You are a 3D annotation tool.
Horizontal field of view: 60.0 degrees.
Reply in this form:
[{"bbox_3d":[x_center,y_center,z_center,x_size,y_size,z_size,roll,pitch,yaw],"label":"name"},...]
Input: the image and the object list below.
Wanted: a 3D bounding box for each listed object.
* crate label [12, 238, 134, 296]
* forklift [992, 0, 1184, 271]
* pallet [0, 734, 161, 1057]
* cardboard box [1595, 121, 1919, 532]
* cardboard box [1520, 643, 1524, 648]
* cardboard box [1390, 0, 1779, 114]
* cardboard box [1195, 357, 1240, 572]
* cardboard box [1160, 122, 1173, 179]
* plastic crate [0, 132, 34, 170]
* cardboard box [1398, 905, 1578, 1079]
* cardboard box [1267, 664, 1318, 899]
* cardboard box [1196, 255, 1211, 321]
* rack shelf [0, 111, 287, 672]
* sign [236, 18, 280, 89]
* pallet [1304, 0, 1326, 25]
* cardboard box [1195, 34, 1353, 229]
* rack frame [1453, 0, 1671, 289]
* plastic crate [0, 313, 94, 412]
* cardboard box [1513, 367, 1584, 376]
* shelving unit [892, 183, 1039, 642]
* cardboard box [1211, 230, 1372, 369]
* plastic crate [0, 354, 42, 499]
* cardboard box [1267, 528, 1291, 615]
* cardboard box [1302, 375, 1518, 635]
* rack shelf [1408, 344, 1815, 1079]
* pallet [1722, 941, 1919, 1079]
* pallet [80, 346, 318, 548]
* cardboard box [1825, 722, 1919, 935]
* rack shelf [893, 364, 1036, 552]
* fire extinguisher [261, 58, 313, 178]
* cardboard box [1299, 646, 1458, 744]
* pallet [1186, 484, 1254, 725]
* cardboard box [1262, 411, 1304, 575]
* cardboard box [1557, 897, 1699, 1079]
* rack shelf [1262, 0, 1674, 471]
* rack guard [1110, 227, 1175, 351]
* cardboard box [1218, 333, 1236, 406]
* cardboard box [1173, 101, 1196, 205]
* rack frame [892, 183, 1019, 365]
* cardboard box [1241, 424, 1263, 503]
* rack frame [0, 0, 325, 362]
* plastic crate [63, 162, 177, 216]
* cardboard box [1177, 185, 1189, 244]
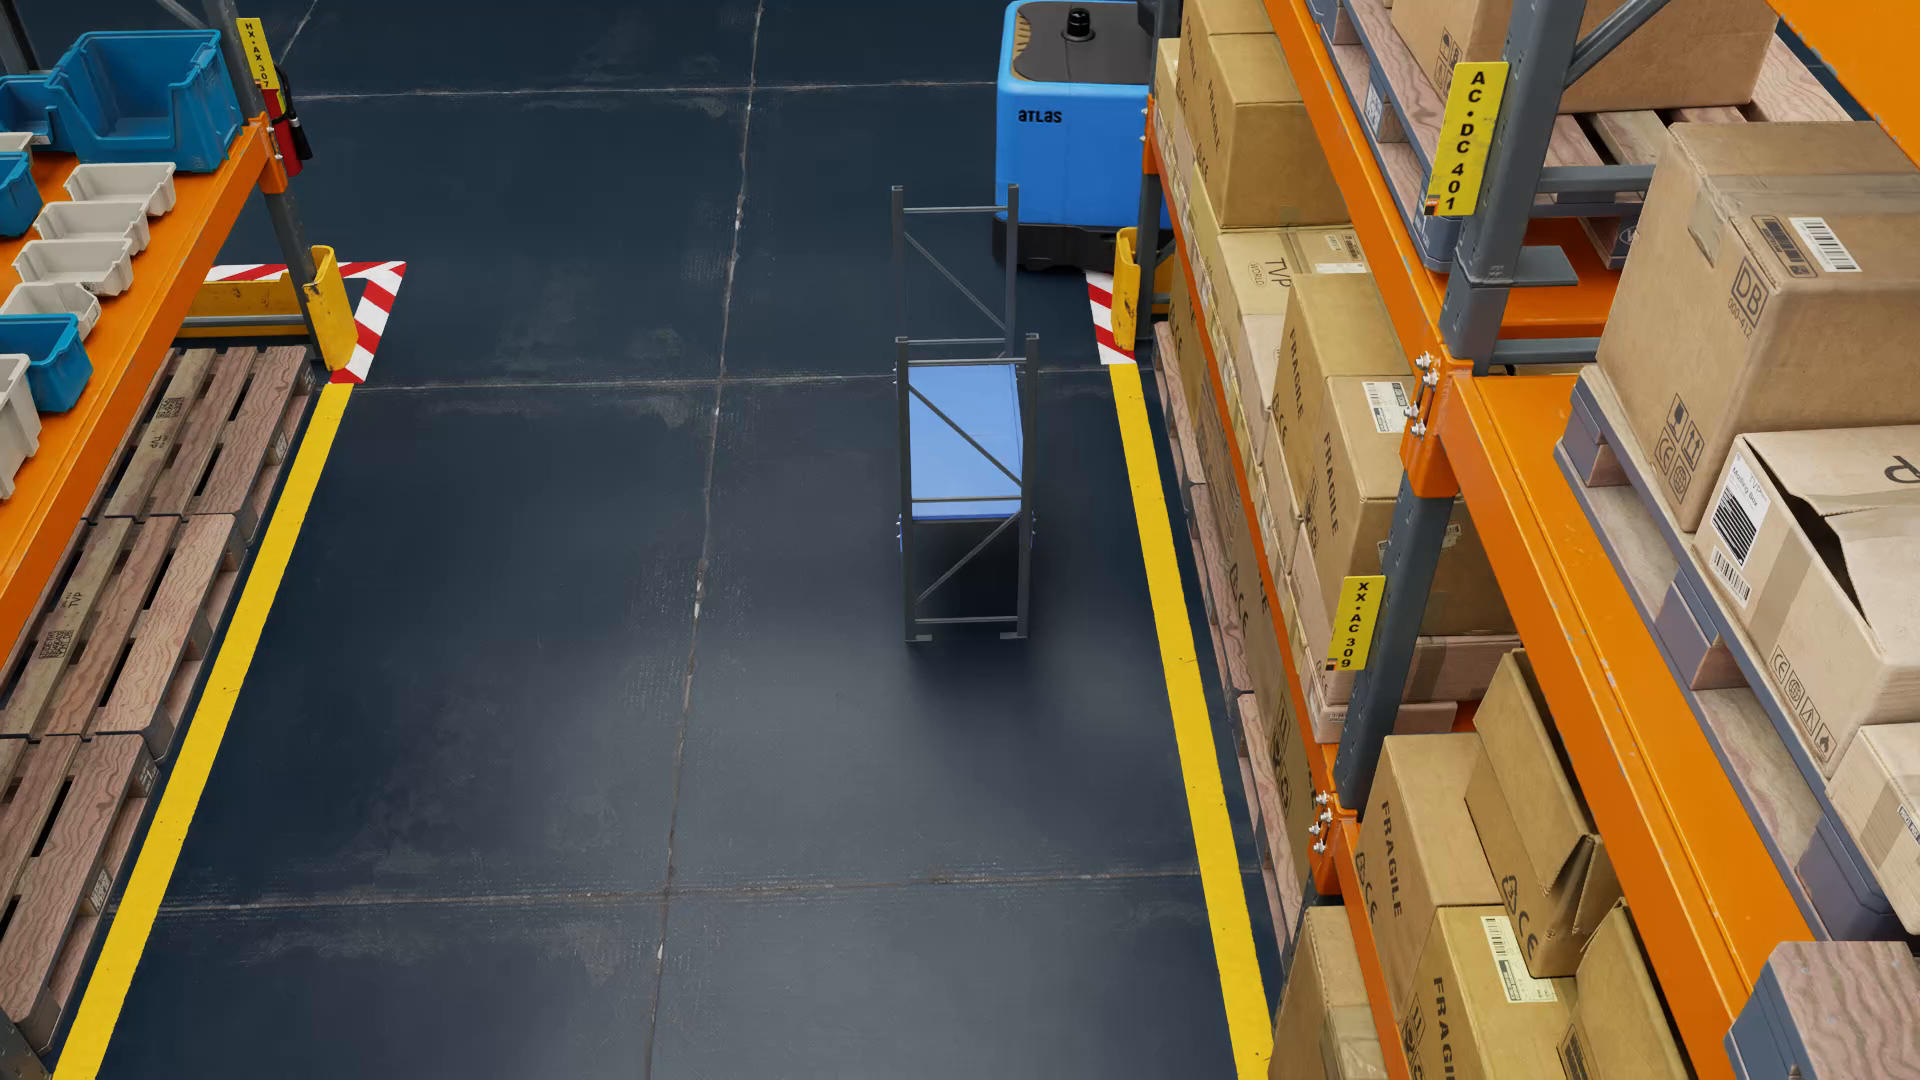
[{"bbox_3d":[-3.341,-1.015,6.288,0.396,0.136,0.243,-2,43,-2],"label":"crate label"},{"bbox_3d":[1.710,-2.767,8.100,3.031,2.935,1.130,3,43,3],"label":"forklift"},{"bbox_3d":[-3.491,1.214,5.769,1.003,0.211,1.213,-2,43,-2],"label":"pallet"},{"bbox_3d":[1.563,-0.366,2.825,0.700,0.500,0.500,-1,43,-1],"label":"cardboard box"},{"bbox_3d":[1.770,0.161,4.746,0.500,0.250,0.500,-2,43,-3],"label":"cardboard box"},{"bbox_3d":[1.435,-1.321,3.793,0.700,0.500,0.500,-4,43,-4],"label":"cardboard box"},{"bbox_3d":[1.504,-0.488,6.824,0.875,0.875,0.875,-2,43,-2],"label":"cardboard box"},{"bbox_3d":[1.056,-1.646,7.012,0.380,0.149,0.250,-2,43,-2],"label":"cardboard box"},{"bbox_3d":[-3.978,-1.548,6.870,0.250,0.136,0.298,-2,43,-2],"label":"plastic crate"},{"bbox_3d":[1.320,1.160,3.691,0.500,0.500,0.500,-2,43,-2],"label":"cardboard box"},{"bbox_3d":[1.580,0.720,5.506,0.875,0.875,0.875,-2,43,-2],"label":"cardboard box"},{"bbox_3d":[1.101,-0.951,6.254,0.380,0.149,0.250,-2,43,-2],"label":"cardboard box"},{"bbox_3d":[-3.505,-0.403,6.002,1.077,0.370,4.000,-2,43,-2],"label":"rack shelf"},{"bbox_3d":[-3.041,-2.105,7.206,0.100,0.325,0.005,-2,43,-2],"label":"sign"},{"bbox_3d":[1.455,-1.908,4.957,1.003,0.211,1.213,-2,43,-2],"label":"pallet"},{"bbox_3d":[1.158,-1.473,5.973,0.500,0.500,0.500,-3,43,-3],"label":"cardboard box"},{"bbox_3d":[1.528,-1.672,2.414,1.000,3.000,0.127,-2,43,-2],"label":"rack frame"},{"bbox_3d":[-3.247,-0.600,5.764,0.416,0.233,0.300,-2,43,-2],"label":"plastic crate"},{"bbox_3d":[1.763,-0.122,4.499,0.500,0.500,0.500,-2,43,-2],"label":"cardboard box"},{"bbox_3d":[0.004,-0.495,6.680,0.538,1.500,1.048,-2,43,-2],"label":"shelving unit"},{"bbox_3d":[1.183,-0.841,5.839,0.500,0.250,0.500,-2,43,-3],"label":"cardboard box"},{"bbox_3d":[-3.301,-0.333,5.436,0.437,0.282,0.530,-2,43,-2],"label":"plastic crate"},{"bbox_3d":[1.166,0.089,5.119,0.380,0.149,0.250,-2,43,-3],"label":"cardboard box"},{"bbox_3d":[1.241,-0.094,4.468,0.500,0.500,0.500,-1,43,-1],"label":"cardboard box"},{"bbox_3d":[1.613,1.049,2.198,1.077,0.370,4.000,-2,43,-2],"label":"rack shelf"},{"bbox_3d":[1.567,1.016,1.842,1.003,0.211,1.213,0,43,0],"label":"pallet"},{"bbox_3d":[-3.594,-0.433,7.566,1.003,0.211,1.213,-2,43,-2],"label":"pallet"},{"bbox_3d":[1.441,0.381,2.269,0.380,0.149,0.250,-3,43,-4],"label":"cardboard box"},{"bbox_3d":[0.004,-0.363,6.802,0.538,0.185,1.000,-2,43,-2],"label":"rack shelf"},{"bbox_3d":[-3.143,-1.967,7.510,0.296,0.674,0.183,-2,43,-2],"label":"fire extinguisher"},{"bbox_3d":[1.188,0.436,4.740,0.380,0.149,0.250,-1,43,-2],"label":"cardboard box"},{"bbox_3d":[1.519,0.226,6.847,1.003,0.211,1.213,-2,43,-2],"label":"pallet"},{"bbox_3d":[1.223,-0.155,5.090,0.500,0.250,0.500,0,43,-1],"label":"cardboard box"},{"bbox_3d":[1.581,1.028,3.093,0.797,0.503,0.637,-1,43,-1],"label":"cardboard box"},{"bbox_3d":[1.443,-1.651,5.144,1.077,0.370,4.000,-2,43,-2],"label":"rack shelf"},{"bbox_3d":[1.357,-1.255,8.250,1.175,0.500,0.348,-2,43,-2],"label":"rack guard"},{"bbox_3d":[1.123,-0.604,5.874,0.380,0.149,0.250,-1,43,-1],"label":"cardboard box"},{"bbox_3d":[1.137,-1.533,6.593,0.500,0.250,0.500,-2,43,-2],"label":"cardboard box"},{"bbox_3d":[-0.018,-0.838,7.055,0.500,1.500,0.032,-2,43,-2],"label":"rack frame"},{"bbox_3d":[1.144,-0.259,5.498,0.380,0.149,0.250,-1,43,-1],"label":"cardboard box"},{"bbox_3d":[-3.590,-2.019,7.232,1.000,3.000,0.127,-2,43,-2],"label":"rack frame"},{"bbox_3d":[-3.375,-1.398,6.706,0.396,0.136,0.243,-2,43,-2],"label":"plastic crate"},{"bbox_3d":[1.079,-1.297,6.631,0.380,0.149,0.250,-2,43,-2],"label":"cardboard box"}]
